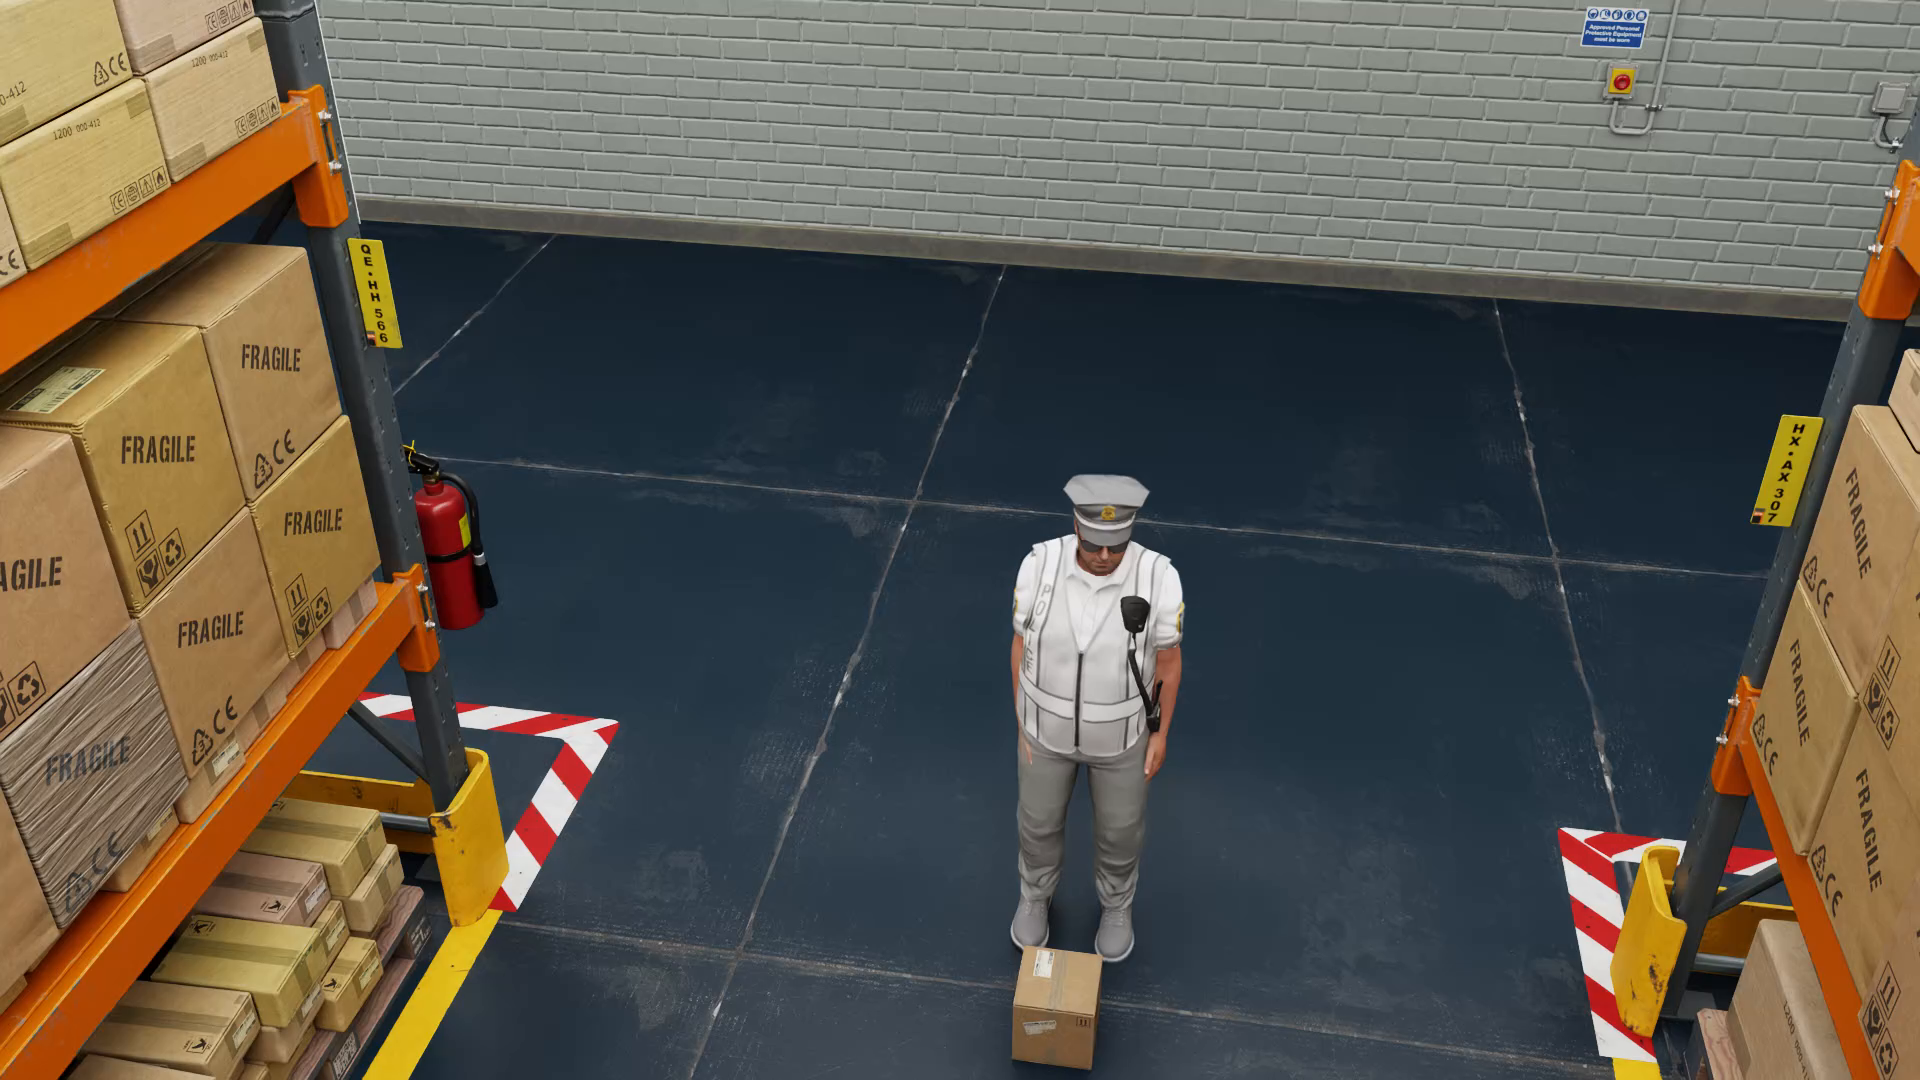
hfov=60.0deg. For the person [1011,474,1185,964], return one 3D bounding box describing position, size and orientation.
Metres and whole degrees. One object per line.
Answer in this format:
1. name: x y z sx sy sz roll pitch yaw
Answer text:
1. person: 0.412 0.582 5.223 0.529 1.747 0.393 6 33 9
